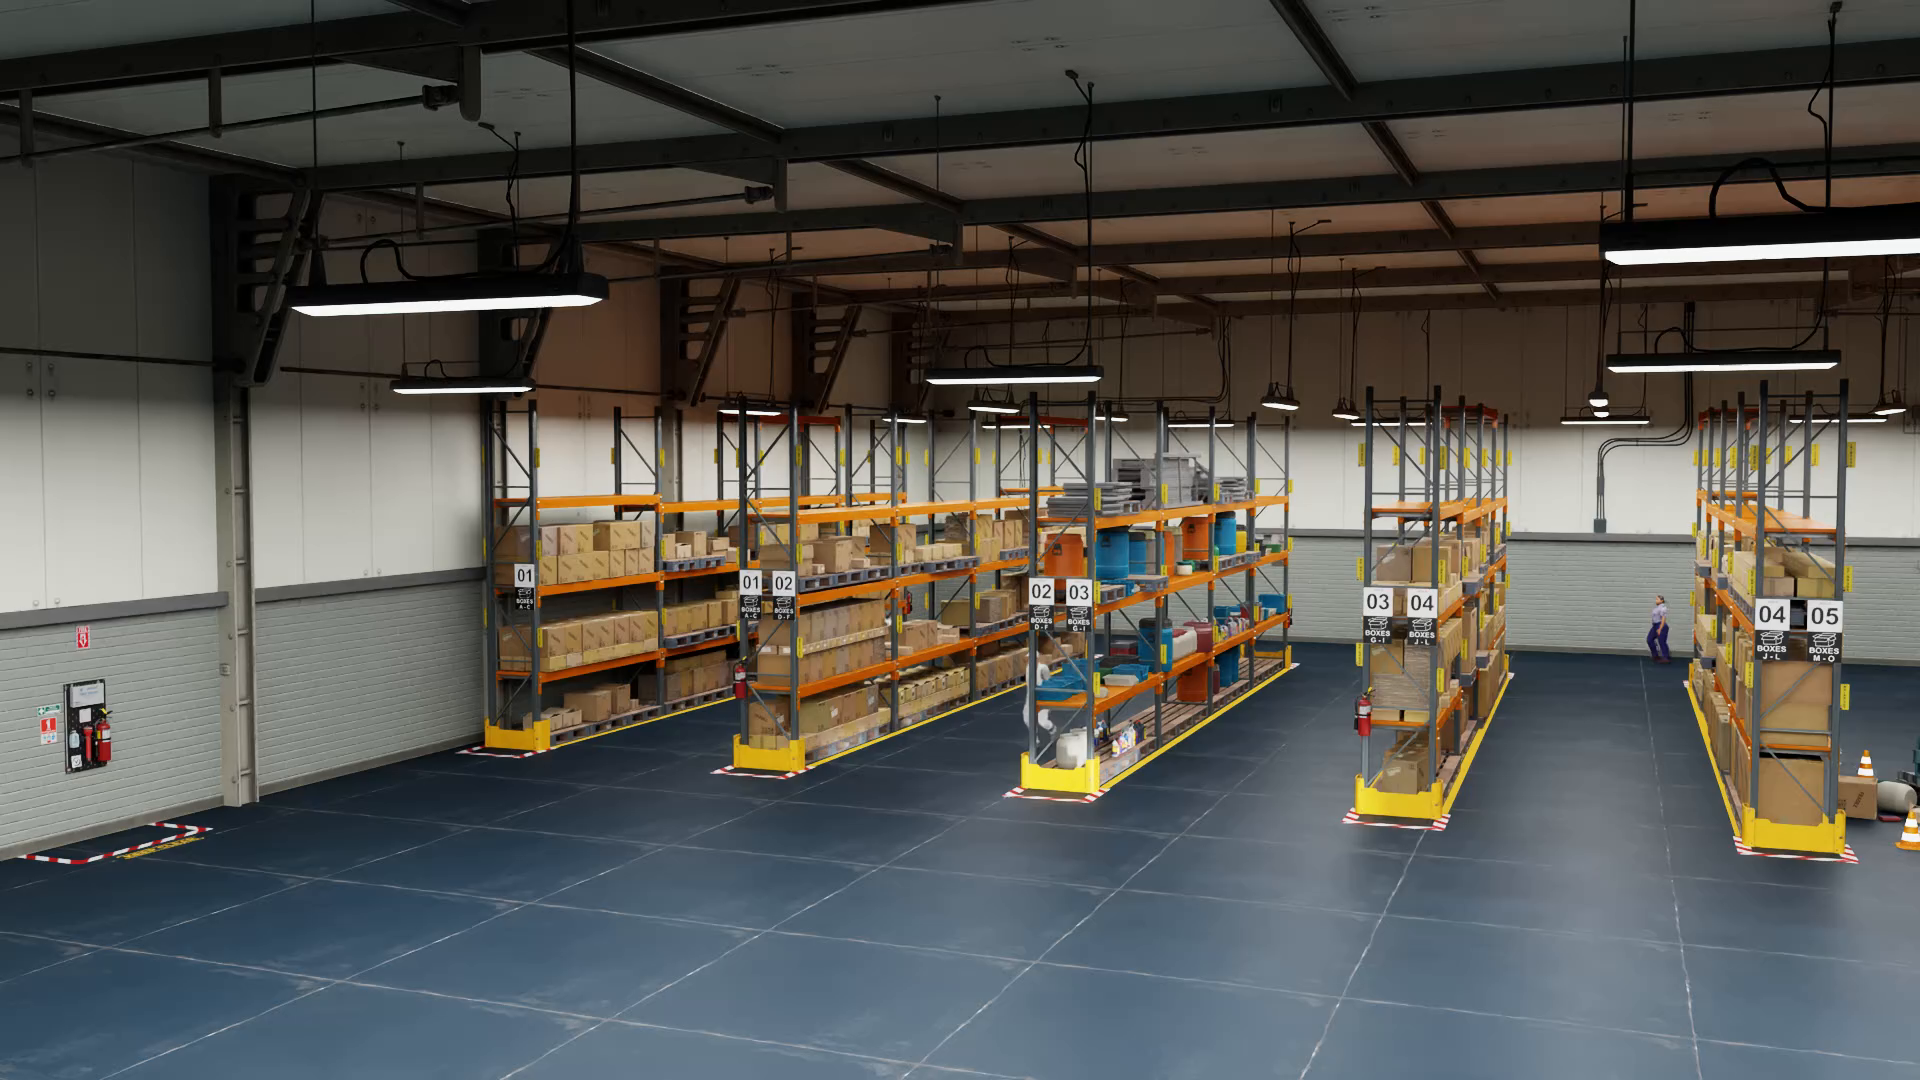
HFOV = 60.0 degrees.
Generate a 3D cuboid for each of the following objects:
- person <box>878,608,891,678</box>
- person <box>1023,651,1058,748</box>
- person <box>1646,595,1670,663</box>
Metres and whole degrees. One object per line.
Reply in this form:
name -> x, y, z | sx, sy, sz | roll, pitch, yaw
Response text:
person -> -1.745, 2.325, 37.322 | 0.442, 1.626, 1.028 | 1, 3, 21
person -> 1.367, 2.732, 28.889 | 0.590, 1.698, 0.796 | 2, 4, 38
person -> 17.052, 2.202, 40.567 | 0.486, 1.716, 0.521 | 0, 3, 1
